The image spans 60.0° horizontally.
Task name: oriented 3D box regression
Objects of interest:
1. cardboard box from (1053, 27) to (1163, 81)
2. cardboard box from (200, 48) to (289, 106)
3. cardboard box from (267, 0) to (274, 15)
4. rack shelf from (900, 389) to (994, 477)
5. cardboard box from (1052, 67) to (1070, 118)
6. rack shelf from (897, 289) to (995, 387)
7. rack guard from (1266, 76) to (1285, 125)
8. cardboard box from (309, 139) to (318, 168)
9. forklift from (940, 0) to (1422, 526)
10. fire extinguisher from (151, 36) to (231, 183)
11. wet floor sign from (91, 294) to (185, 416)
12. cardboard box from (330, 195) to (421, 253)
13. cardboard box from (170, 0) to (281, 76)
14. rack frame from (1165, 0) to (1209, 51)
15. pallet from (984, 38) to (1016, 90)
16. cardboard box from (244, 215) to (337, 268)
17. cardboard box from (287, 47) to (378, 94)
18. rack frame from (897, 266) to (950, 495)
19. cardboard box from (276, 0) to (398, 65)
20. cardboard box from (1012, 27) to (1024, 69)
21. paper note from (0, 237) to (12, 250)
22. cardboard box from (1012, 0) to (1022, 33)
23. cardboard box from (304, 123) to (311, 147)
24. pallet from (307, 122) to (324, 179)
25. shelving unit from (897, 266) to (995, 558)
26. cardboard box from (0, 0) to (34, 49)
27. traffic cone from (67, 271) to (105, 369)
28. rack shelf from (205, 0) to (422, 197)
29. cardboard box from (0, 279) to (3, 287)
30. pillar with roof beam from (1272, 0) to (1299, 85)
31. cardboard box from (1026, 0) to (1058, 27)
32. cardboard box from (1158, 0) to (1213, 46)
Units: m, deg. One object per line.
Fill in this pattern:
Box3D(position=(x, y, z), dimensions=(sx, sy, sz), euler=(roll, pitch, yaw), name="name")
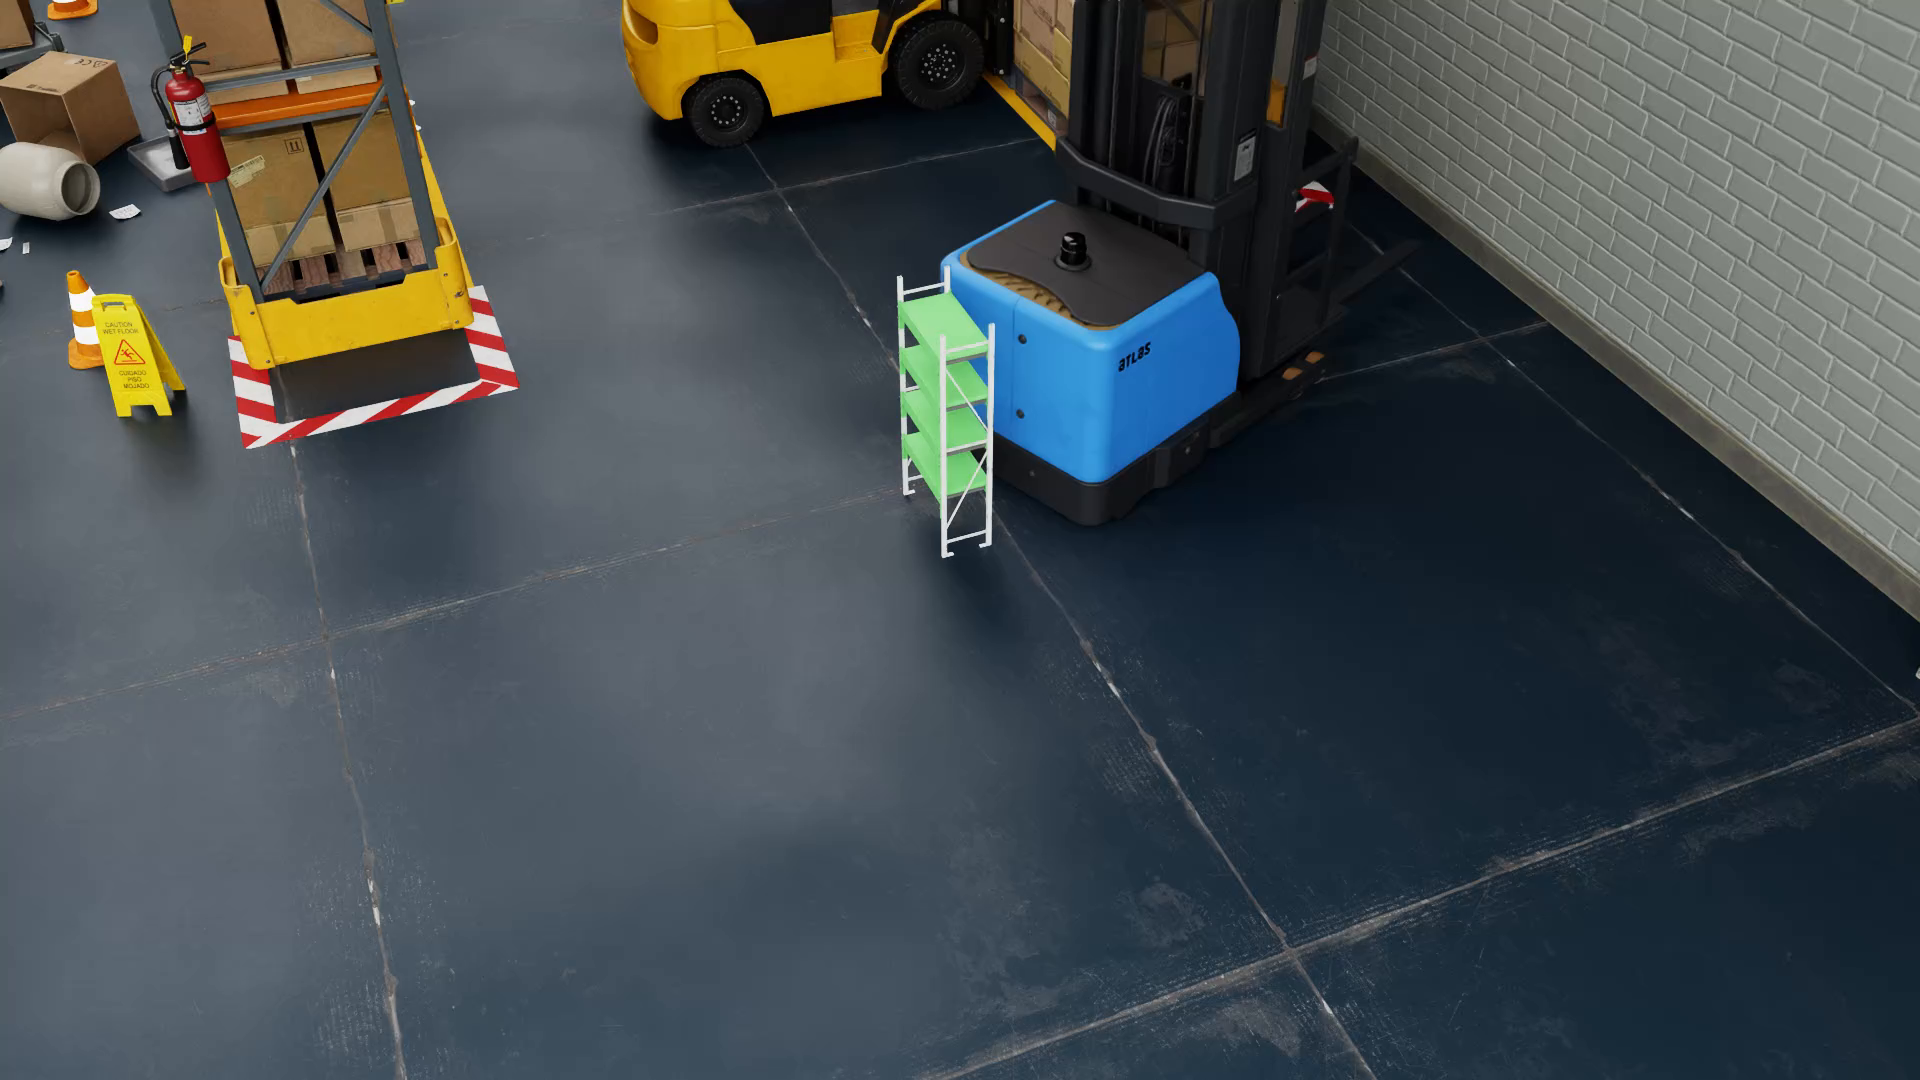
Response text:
Box3D(position=(0.905, -2.982, 10.239), dimensions=(0.500, 0.250, 0.500), euler=(-16, 43, -17), name="cardboard box")
Box3D(position=(-3.545, -2.296, 8.231), dimensions=(0.380, 0.149, 0.250), euler=(-14, 43, -15), name="cardboard box")
Box3D(position=(-3.917, -2.918, 8.954), dimensions=(0.380, 0.149, 0.250), euler=(-15, 43, -16), name="cardboard box")
Box3D(position=(-0.063, -0.506, 7.435), dimensions=(0.258, 0.148, 0.480), euler=(-15, 43, -17), name="rack shelf")
Box3D(position=(0.909, -2.781, 10.389), dimensions=(0.500, 0.250, 0.500), euler=(-15, 43, -17), name="cardboard box")
Box3D(position=(-0.063, -0.870, 7.122), dimensions=(0.258, 0.148, 0.480), euler=(-15, 43, -17), name="rack shelf")
Box3D(position=(1.389, -2.498, 10.190), dimensions=(1.175, 0.500, 0.348), euler=(-15, 43, -17), name="rack guard")
Box3D(position=(-4.158, -2.384, 9.927), dimensions=(0.500, 0.250, 0.500), euler=(-17, 43, -18), name="cardboard box")
Box3D(position=(1.279, -2.040, 7.793), dimensions=(1.130, 2.935, 3.031), euler=(32, 50, 32), name="forklift")
Box3D(position=(-3.586, -2.006, 7.760), dimensions=(0.296, 0.674, 0.183), euler=(-15, 43, -17), name="fire extinguisher")
Box3D(position=(-4.120, -0.946, 8.273), dimensions=(0.267, 0.644, 0.232), euler=(-2, 41, -2), name="wet floor sign")
Box3D(position=(-3.257, -1.891, 9.354), dimensions=(0.500, 0.250, 0.500), euler=(-15, 43, -17), name="cardboard box")
Box3D(position=(-3.667, -2.628, 8.120), dimensions=(0.500, 0.500, 0.500), euler=(-16, 43, -18), name="cardboard box")
Box3D(position=(1.380, -3.460, 9.392), dimensions=(1.000, 3.000, 0.127), euler=(-15, 43, -17), name="rack frame")
Box3D(position=(0.586, -3.587, 11.678), dimensions=(1.003, 0.211, 1.213), euler=(-15, 43, -17), name="pallet")
Box3D(position=(-3.771, -1.771, 9.214), dimensions=(0.500, 0.250, 0.500), euler=(-15, 43, -17), name="cardboard box")
Box3D(position=(-3.143, -2.381, 8.329), dimensions=(0.380, 0.149, 0.250), euler=(-15, 43, -17), name="cardboard box")
Box3D(position=(-0.157, -0.702, 7.564), dimensions=(0.240, 1.200, 0.015), euler=(-15, 43, -17), name="rack frame")
Box3D(position=(-3.129, -2.725, 8.232), dimensions=(0.500, 0.500, 0.500), euler=(-16, 43, -18), name="cardboard box")
Box3D(position=(0.544, -3.387, 11.093), dimensions=(0.500, 0.250, 0.500), euler=(-15, 43, -16), name="cardboard box")
Box3D(position=(-5.591, -1.711, 9.644), dimensions=(0.148, 0.019, 0.142), euler=(-2, 41, -2), name="paper note")
Box3D(position=(0.506, -3.592, 10.949), dimensions=(0.500, 0.250, 0.500), euler=(-16, 43, -18), name="cardboard box")
Box3D(position=(-3.955, -2.352, 9.314), dimensions=(0.500, 0.500, 0.500), euler=(-14, 43, -15), name="cardboard box")
Box3D(position=(-3.975, -2.440, 10.344), dimensions=(1.003, 0.211, 1.213), euler=(-15, 43, -17), name="pallet")
Box3D(position=(-0.063, -0.555, 7.393), dimensions=(0.258, 1.200, 0.503), euler=(-15, 43, -17), name="shelving unit")
Box3D(position=(-6.368, -3.506, 10.782), dimensions=(0.500, 0.500, 0.500), euler=(-15, 43, -17), name="cardboard box")
Box3D(position=(-4.561, -1.195, 8.703), dimensions=(0.336, 0.463, 0.334), euler=(-15, 43, -17), name="traffic cone")
Box3D(position=(-3.970, -3.152, 9.585), dimensions=(1.077, 0.370, 4.000), euler=(-15, 43, -17), name="rack shelf")
Box3D(position=(-5.572, -1.424, 9.210), dimensions=(0.380, 0.149, 0.250), euler=(5, 41, 6), name="cardboard box")
Box3D(position=(-2.031, -5.305, 6.936), dimensions=(9.100, 9.000, 0.400), euler=(-15, 43, -17), name="pillar with roof beam")
Box3D(position=(0.715, -3.462, 10.413), dimensions=(0.500, 0.250, 0.500), euler=(-14, 43, -16), name="cardboard box")
Box3D(position=(1.371, -3.293, 10.217), dimensions=(0.500, 0.250, 0.500), euler=(-16, 43, -18), name="cardboard box")
